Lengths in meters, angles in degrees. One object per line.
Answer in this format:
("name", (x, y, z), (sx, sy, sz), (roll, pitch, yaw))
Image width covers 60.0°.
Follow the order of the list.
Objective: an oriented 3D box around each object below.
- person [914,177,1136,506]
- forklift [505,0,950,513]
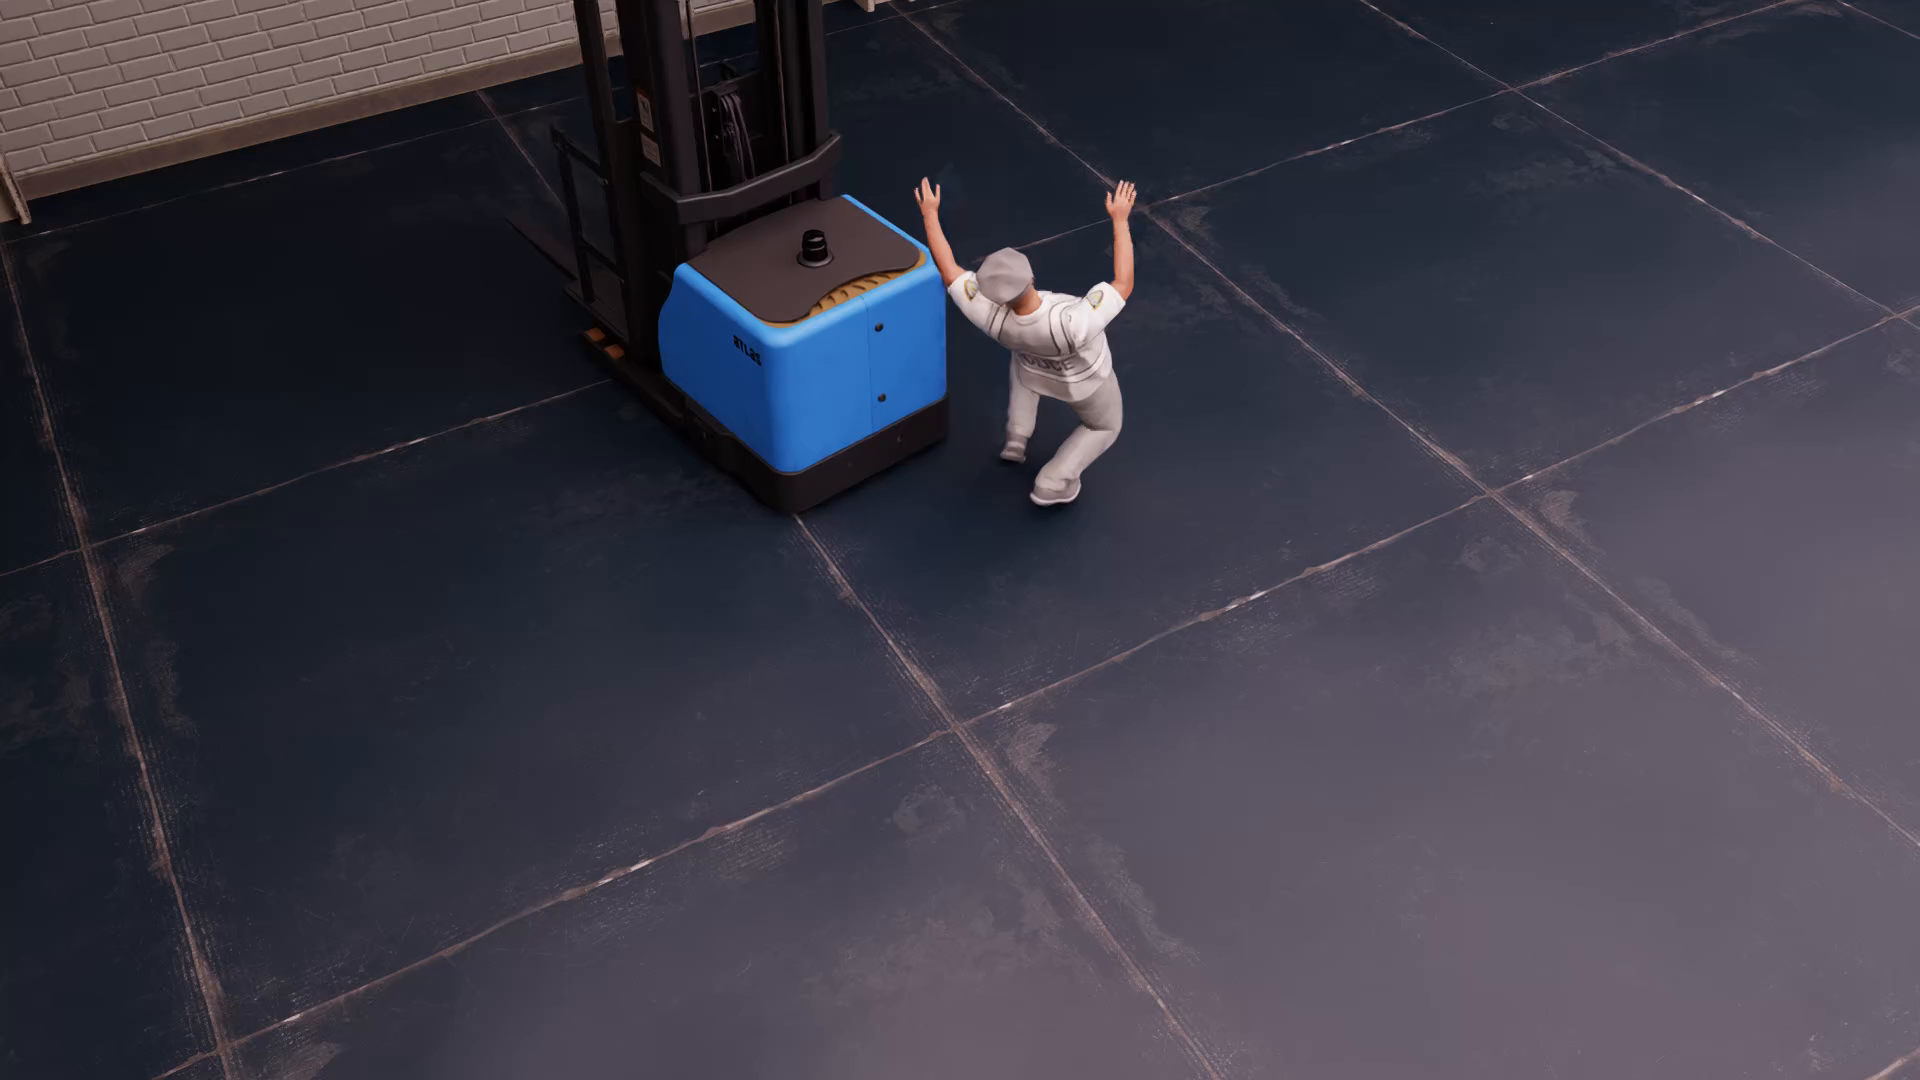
("person", (0.279, -0.899, 7.640), (1.048, 1.684, 0.845), (21, 47, 22))
("forklift", (-1.382, -2.138, 8.003), (1.130, 2.935, 3.031), (-30, 50, -28))
